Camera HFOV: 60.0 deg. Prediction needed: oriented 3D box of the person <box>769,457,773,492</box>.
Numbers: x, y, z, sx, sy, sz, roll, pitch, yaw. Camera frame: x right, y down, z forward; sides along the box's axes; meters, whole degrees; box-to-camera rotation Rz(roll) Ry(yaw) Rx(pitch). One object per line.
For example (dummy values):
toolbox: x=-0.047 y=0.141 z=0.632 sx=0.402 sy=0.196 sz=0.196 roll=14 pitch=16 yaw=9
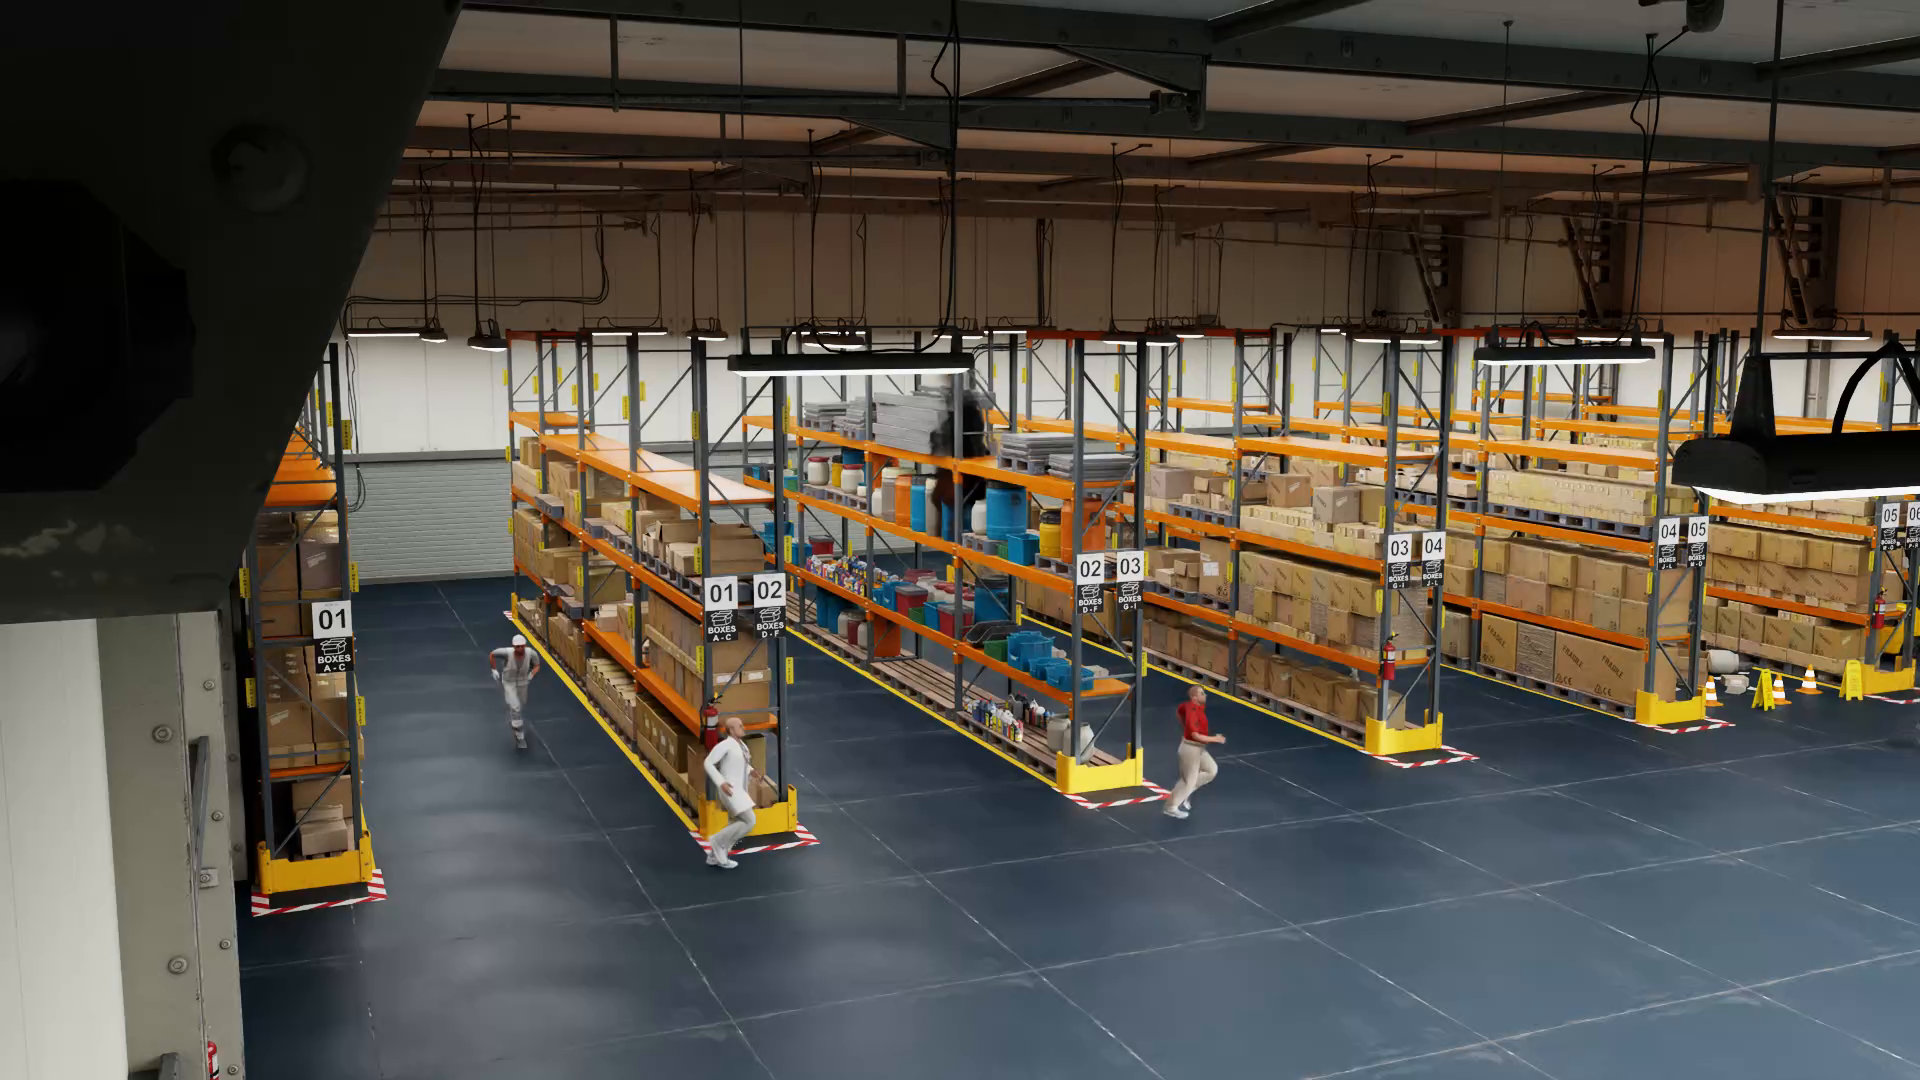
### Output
person: x=5.753 y=0.679 z=30.019 sx=23.967 sy=3.215 sz=4.239 roll=4 pitch=9 yaw=26

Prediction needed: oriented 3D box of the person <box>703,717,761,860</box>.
person: x=-2.579 y=2.858 z=19.077 sx=0.626 sy=1.660 sz=0.688 roll=1 pitch=8 yaw=10

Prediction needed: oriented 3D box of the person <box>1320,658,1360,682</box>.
person: x=6.675 y=1.653 z=28.889 sx=0.658 sy=1.625 sz=0.927 roll=-5 pitch=9 yaw=-34

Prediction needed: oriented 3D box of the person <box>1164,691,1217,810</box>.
person: x=2.915 y=2.640 z=20.954 sx=0.650 sy=1.533 sz=0.648 roll=2 pitch=8 yaw=11

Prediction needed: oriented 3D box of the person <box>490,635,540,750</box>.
person: x=-6.570 y=2.189 z=24.556 sx=0.706 sy=1.732 sz=1.055 roll=-4 pitch=9 yaw=-25
